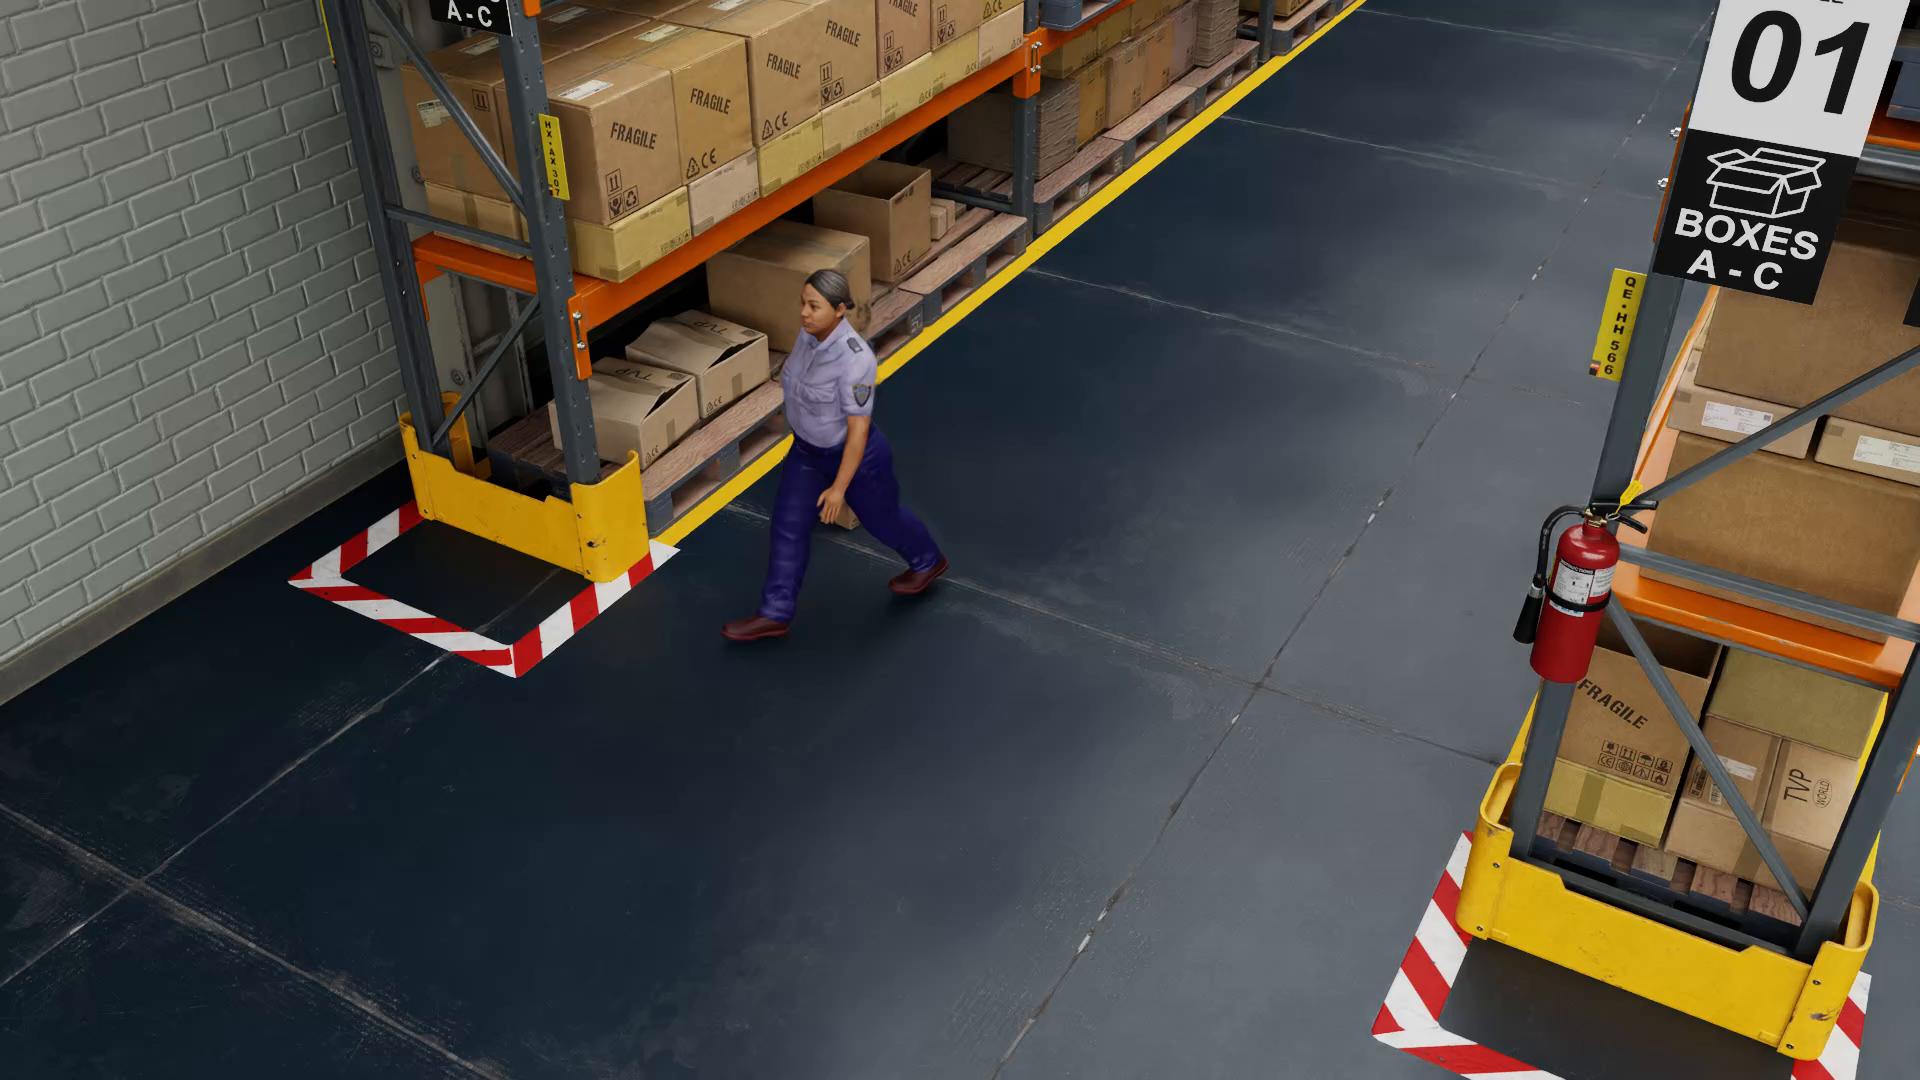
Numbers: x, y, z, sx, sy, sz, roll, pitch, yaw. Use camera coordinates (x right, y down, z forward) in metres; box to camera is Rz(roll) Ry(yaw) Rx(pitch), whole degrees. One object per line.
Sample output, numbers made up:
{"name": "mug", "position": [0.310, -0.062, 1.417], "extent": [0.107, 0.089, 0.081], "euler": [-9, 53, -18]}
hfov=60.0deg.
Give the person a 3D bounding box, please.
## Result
{"name": "person", "position": [-0.510, -0.336, 6.657], "extent": [1.024, 1.595, 0.515], "euler": [-26, 42, -33]}
